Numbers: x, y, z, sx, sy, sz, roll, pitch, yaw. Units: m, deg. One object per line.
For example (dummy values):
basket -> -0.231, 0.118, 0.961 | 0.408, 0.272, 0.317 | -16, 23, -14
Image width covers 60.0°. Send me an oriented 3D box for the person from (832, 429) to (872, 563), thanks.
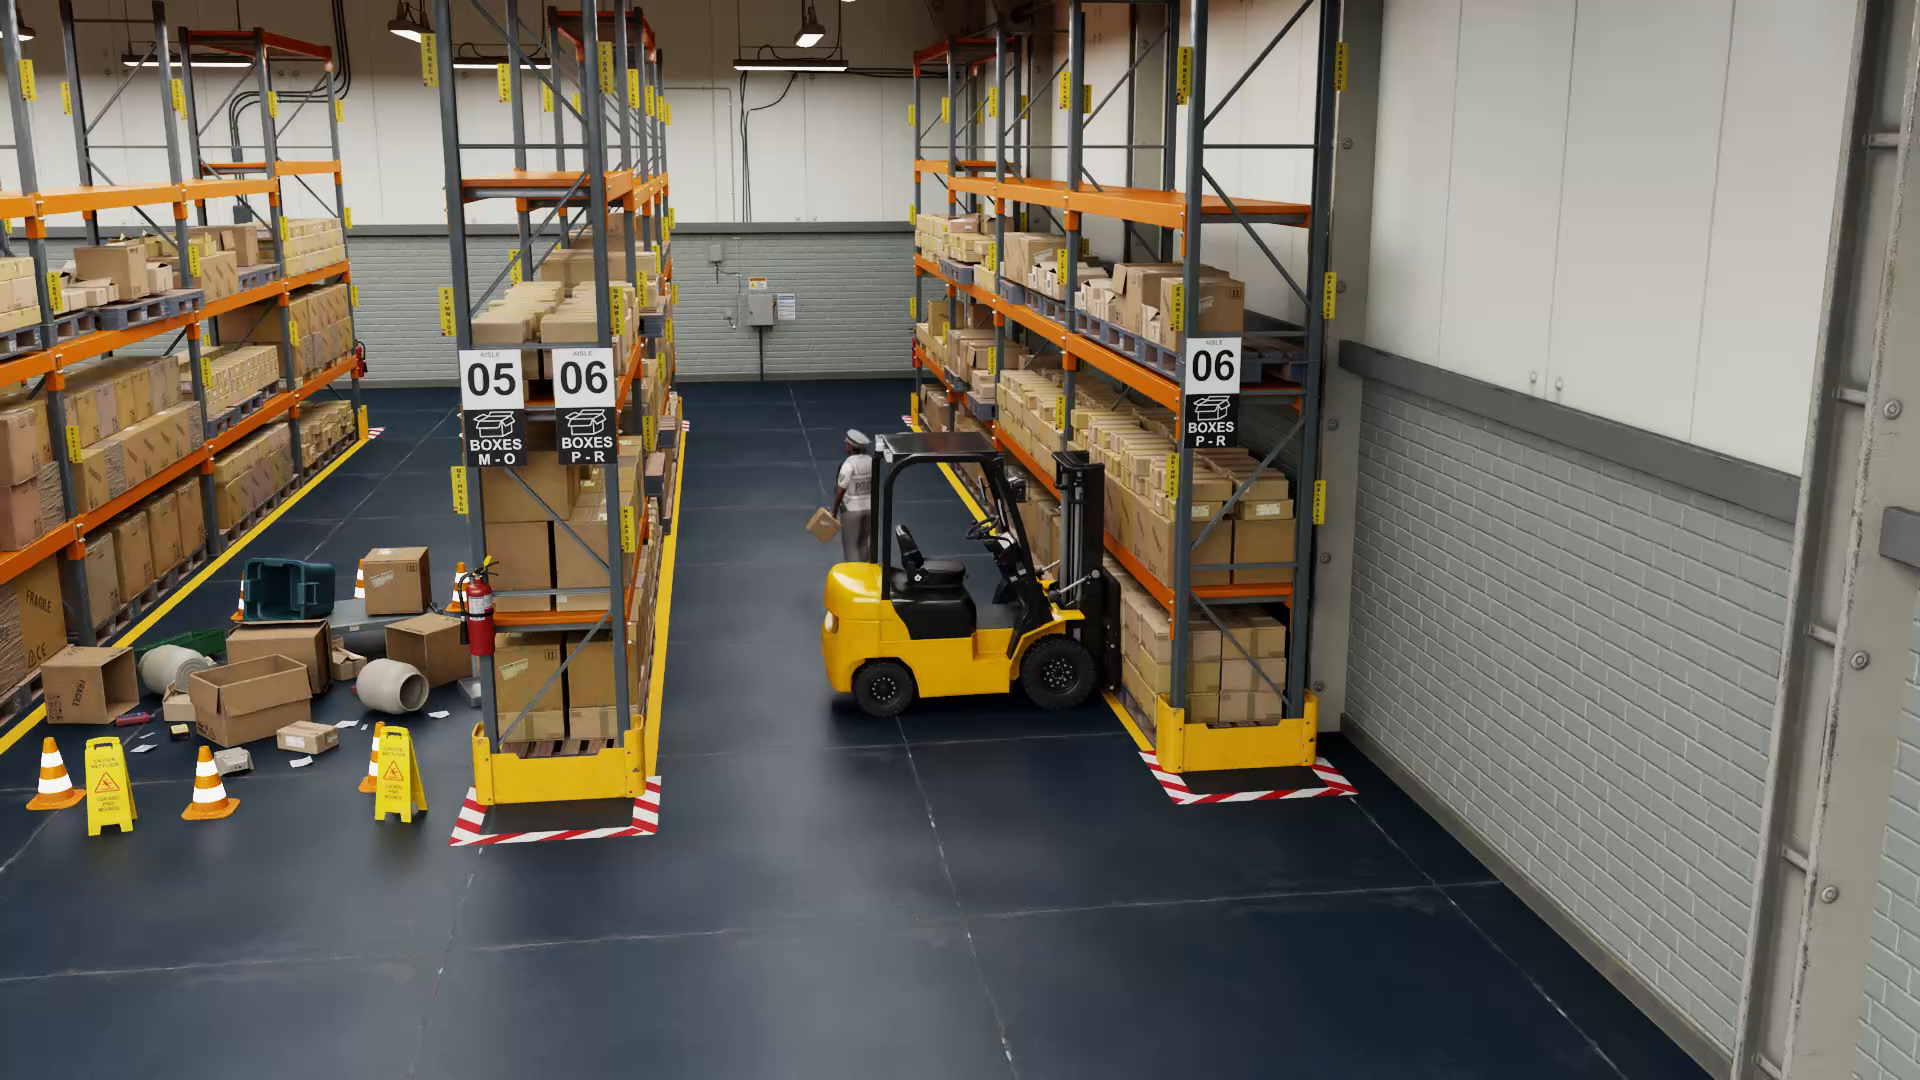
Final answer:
person -> -1.132, -0.303, 17.131 | 0.486, 1.703, 0.477 | 10, 17, 37
